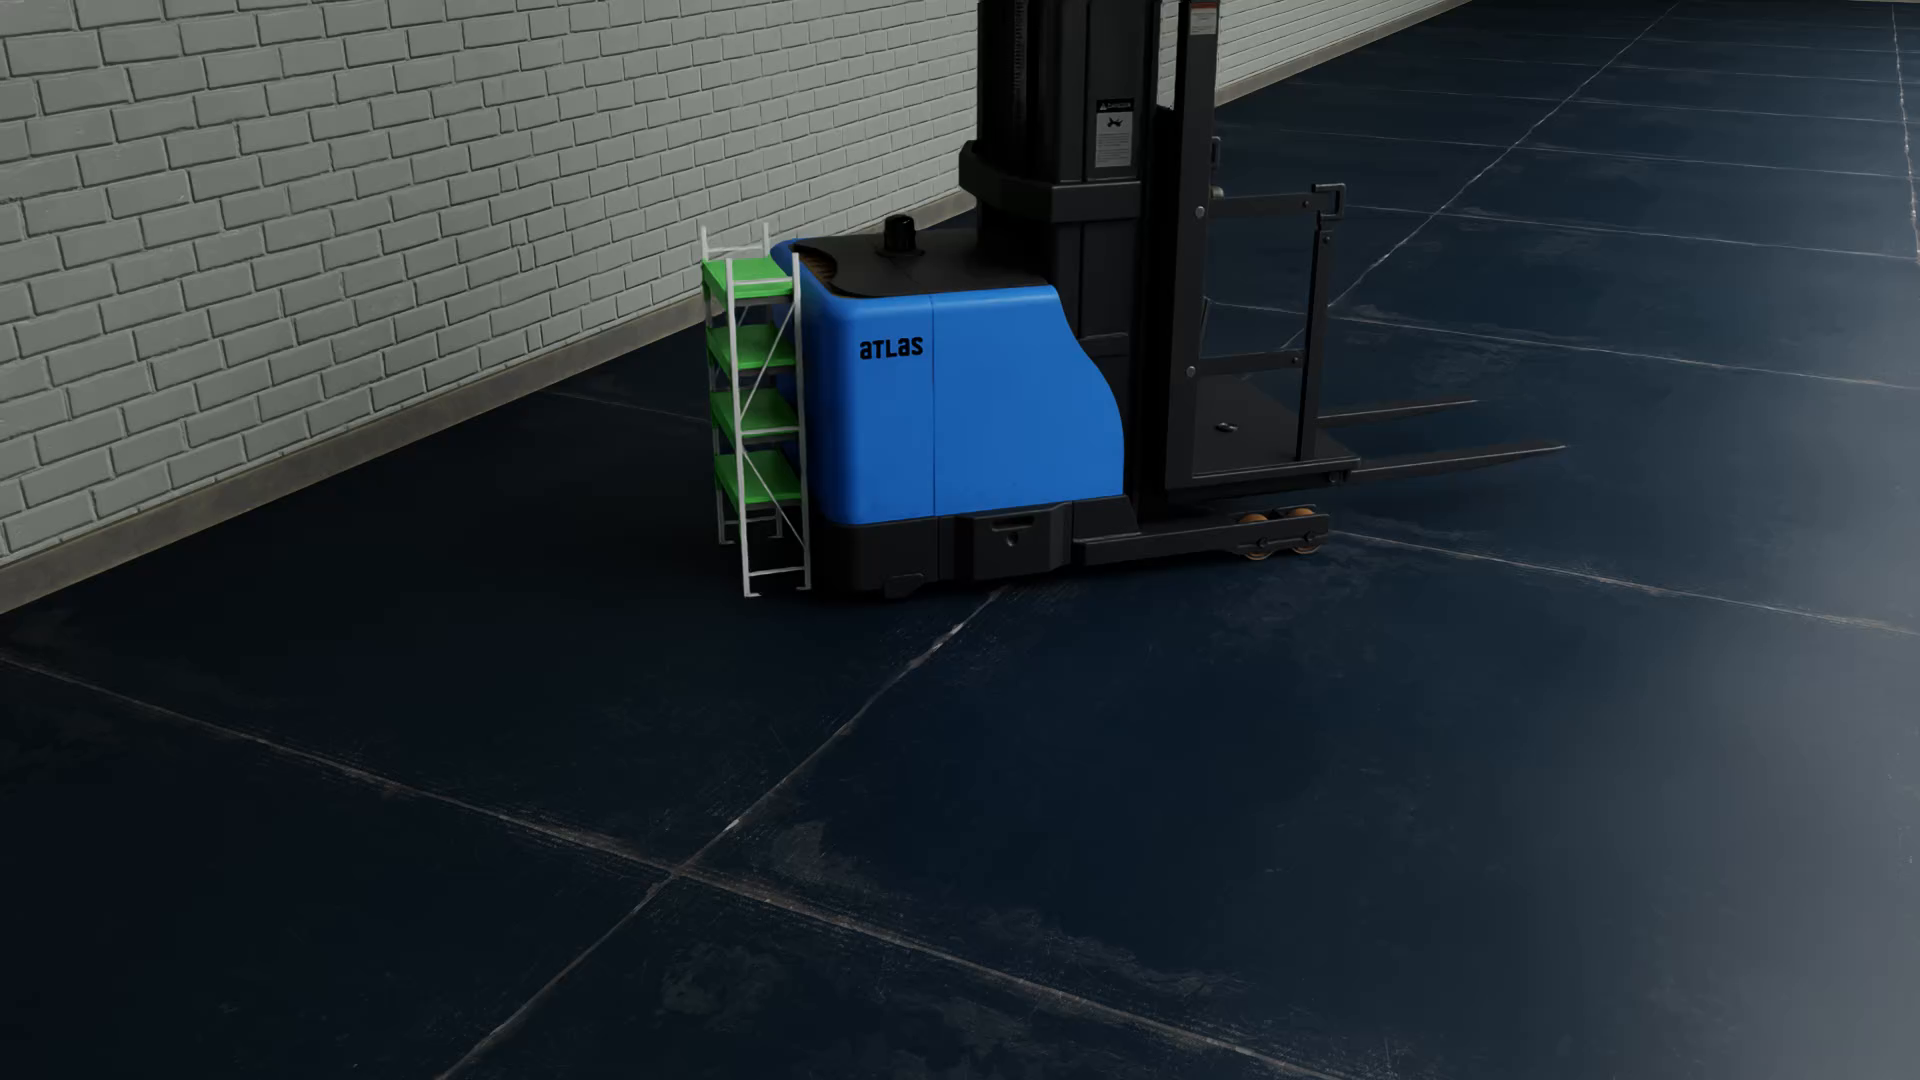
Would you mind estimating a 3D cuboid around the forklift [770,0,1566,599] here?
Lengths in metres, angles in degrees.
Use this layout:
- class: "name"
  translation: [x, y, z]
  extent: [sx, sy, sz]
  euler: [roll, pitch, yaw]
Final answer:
- class: "forklift"
  translation: [0.856, -1.464, 5.982]
  extent: [3.031, 2.935, 1.130]
  euler: [-7, 24, -16]

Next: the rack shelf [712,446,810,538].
- class: "rack shelf"
  translation: [-0.715, -0.179, 5.947]
  extent: [0.258, 0.148, 0.480]
  euler: [-7, 24, -16]

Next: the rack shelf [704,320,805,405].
- class: "rack shelf"
  translation: [-0.715, -0.620, 5.760]
  extent: [0.258, 0.148, 0.480]
  euler: [-7, 24, -16]

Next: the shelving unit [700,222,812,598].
- class: "shelving unit"
  translation: [-0.715, -0.458, 5.828]
  extent: [0.258, 1.200, 0.503]
  euler: [-7, 24, -16]

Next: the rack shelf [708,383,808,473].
- class: "rack shelf"
  translation: [-0.715, -0.400, 5.853]
  extent: [0.258, 0.148, 0.480]
  euler: [-7, 24, -16]

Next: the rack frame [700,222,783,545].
- class: "rack frame"
  translation: [-0.788, -0.549, 6.043]
  extent: [0.240, 1.200, 0.015]
  euler: [-7, 24, -16]

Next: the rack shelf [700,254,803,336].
- class: "rack shelf"
  translation: [-0.715, -0.841, 5.666]
  extent: [0.258, 0.148, 0.480]
  euler: [-7, 24, -16]

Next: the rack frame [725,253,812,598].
- class: "rack frame"
  translation: [-0.641, -0.367, 5.614]
  extent: [0.240, 1.200, 0.015]
  euler: [-7, 24, -16]
